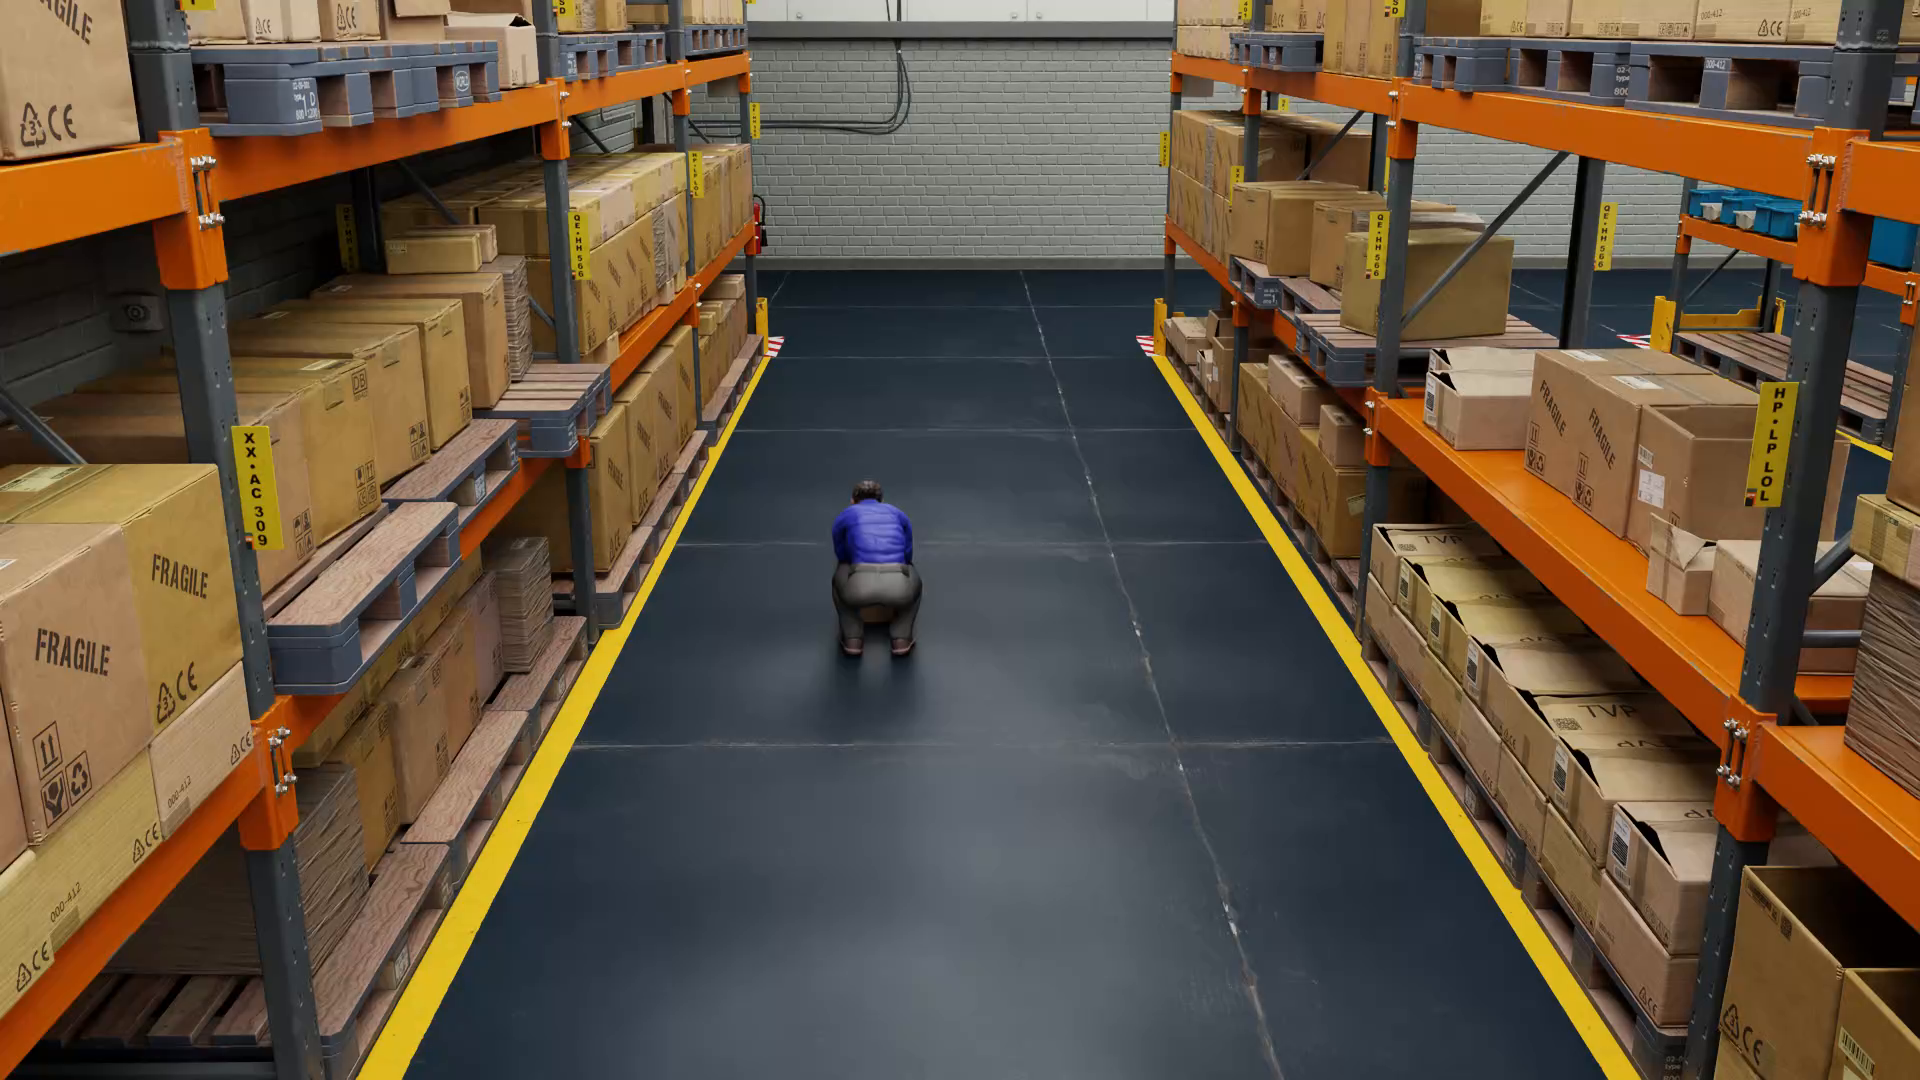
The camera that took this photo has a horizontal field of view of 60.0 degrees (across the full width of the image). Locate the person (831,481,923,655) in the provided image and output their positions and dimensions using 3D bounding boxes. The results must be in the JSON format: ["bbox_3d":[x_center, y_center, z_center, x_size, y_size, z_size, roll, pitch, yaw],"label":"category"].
[{"bbox_3d":[-0.434,0.157,8.608,0.479,0.810,0.823,0,17,-1],"label":"person"}]
